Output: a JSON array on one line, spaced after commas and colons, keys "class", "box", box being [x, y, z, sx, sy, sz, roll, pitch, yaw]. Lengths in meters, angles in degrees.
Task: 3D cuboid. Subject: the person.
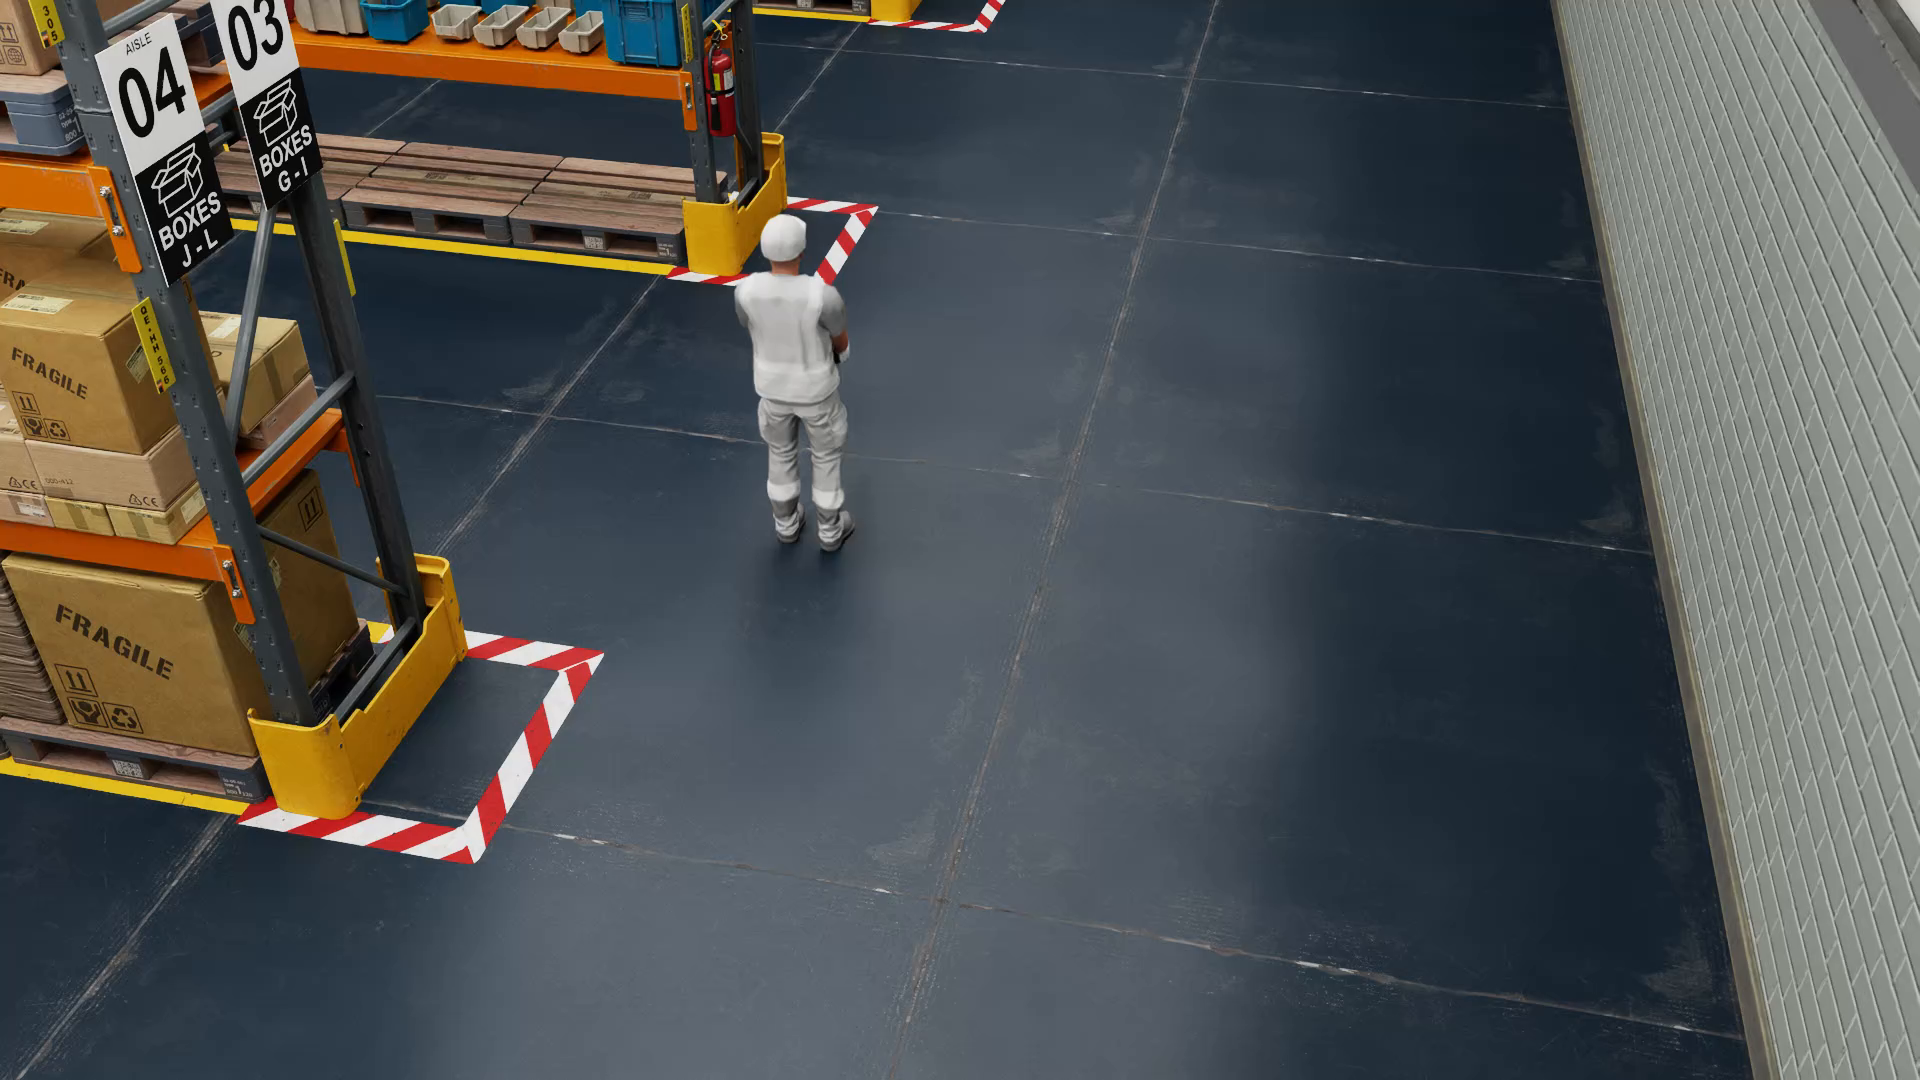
[{"class": "person", "box": [-0.761, -0.786, 8.014, 0.519, 1.793, 0.547, 7, 37, 10]}]
